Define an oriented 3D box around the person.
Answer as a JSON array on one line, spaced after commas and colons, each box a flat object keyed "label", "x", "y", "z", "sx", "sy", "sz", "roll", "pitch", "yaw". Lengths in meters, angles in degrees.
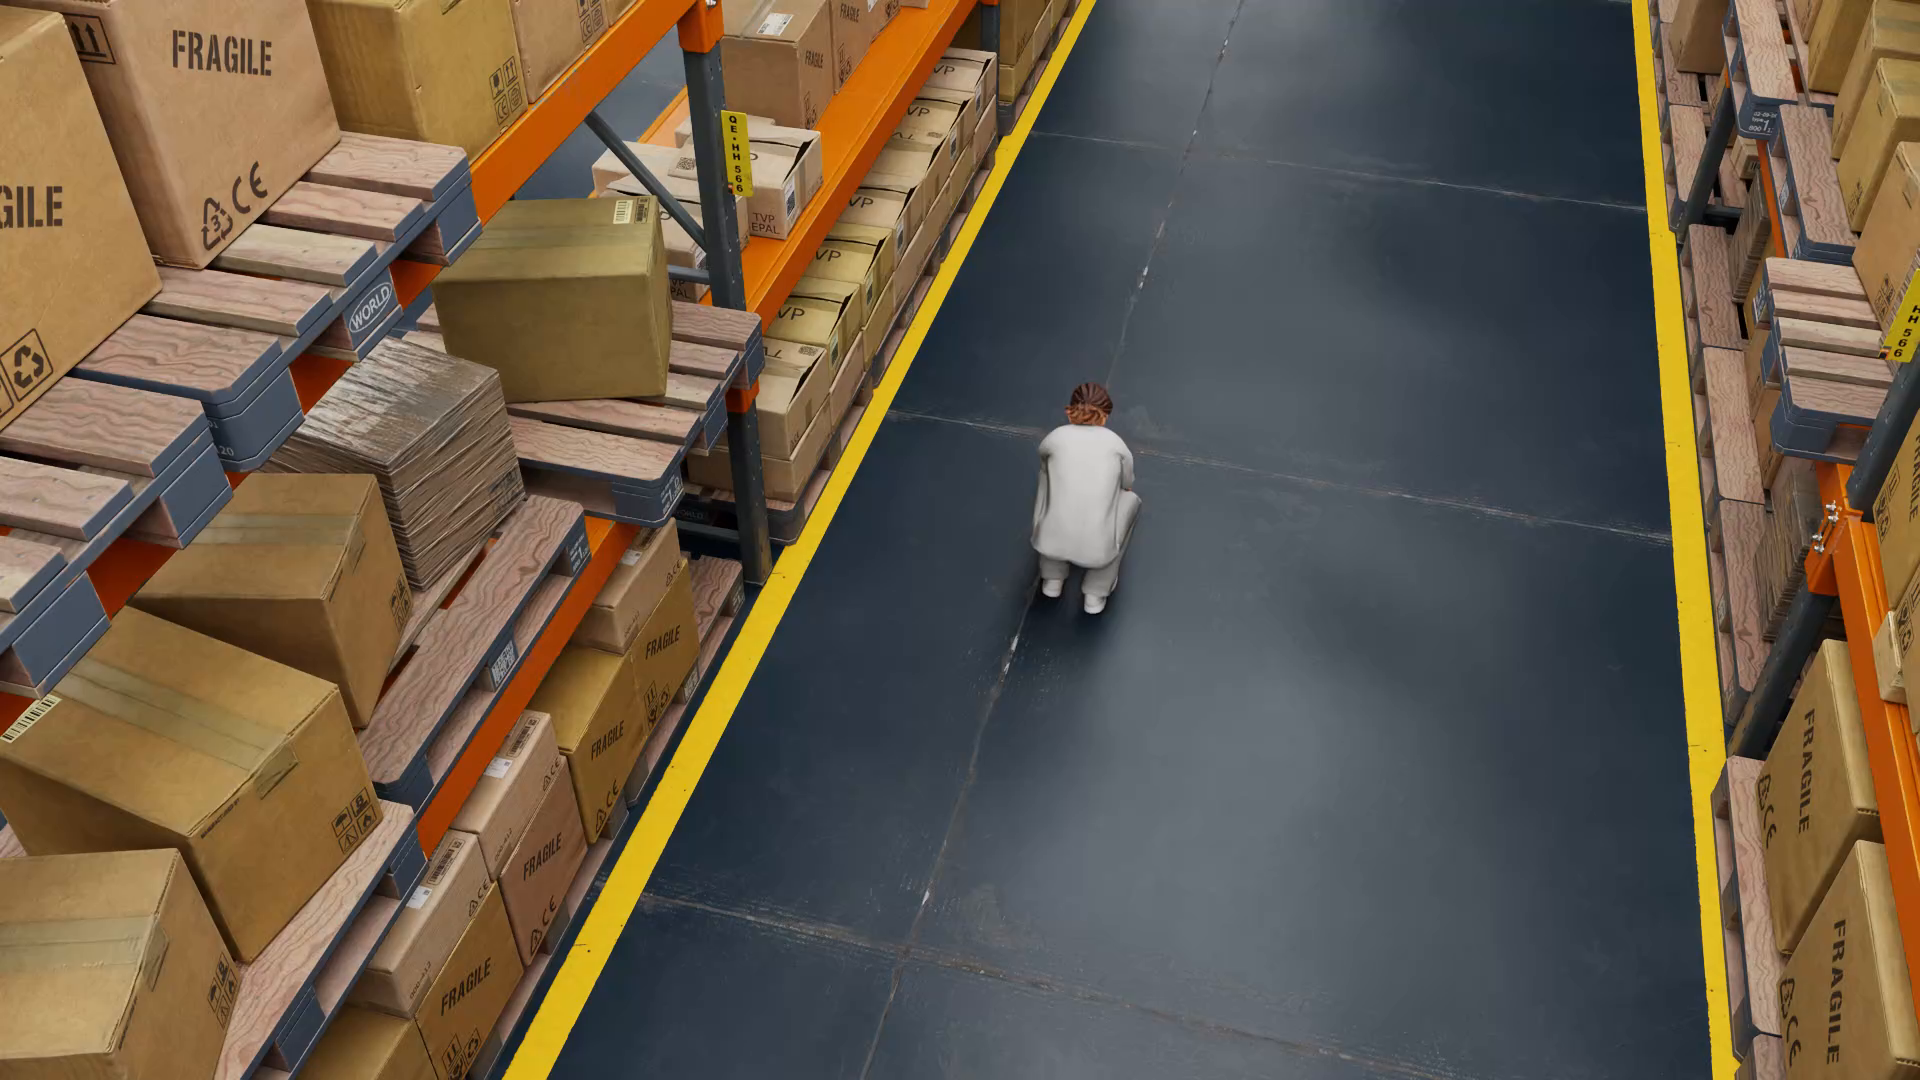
[{"label": "person", "x": 0.529, "y": -0.143, "z": 7.093, "sx": 0.465, "sy": 0.812, "sz": 0.829, "roll": 10, "pitch": 42, "yaw": 11}]
